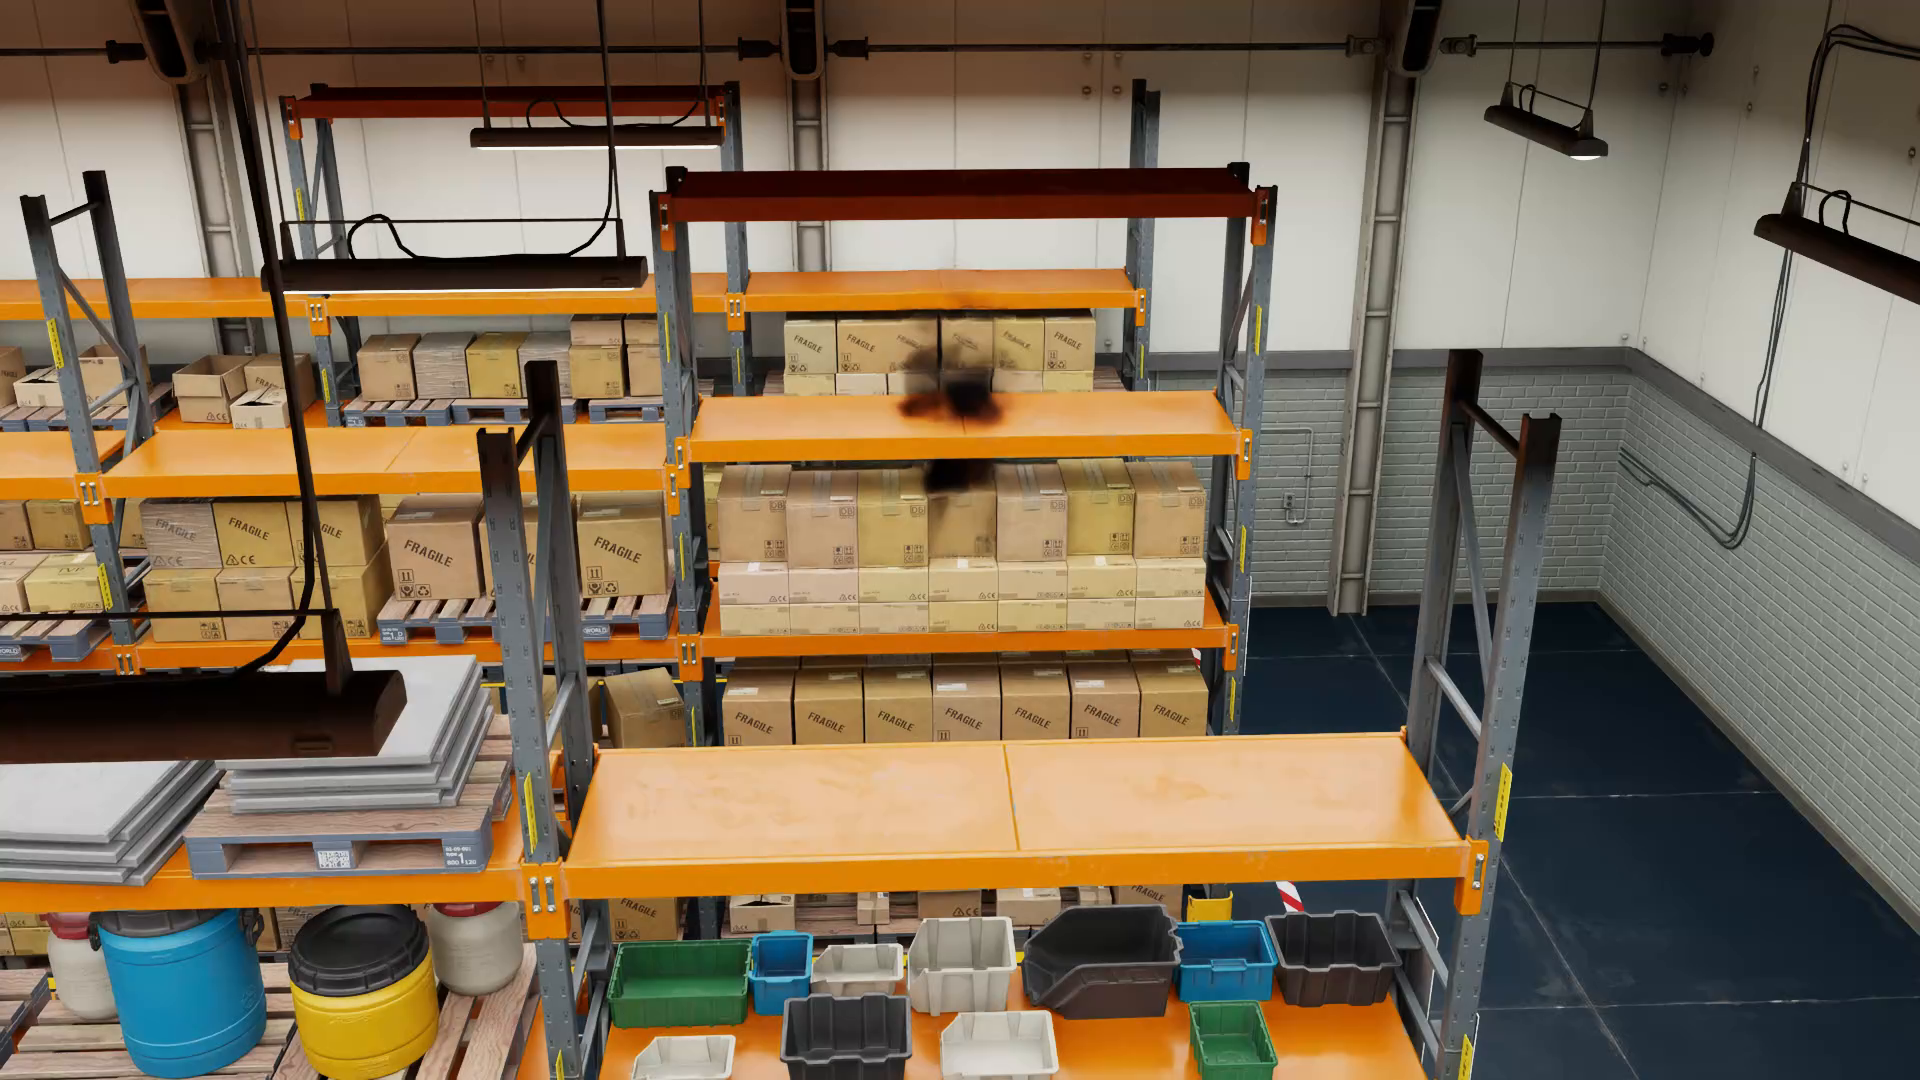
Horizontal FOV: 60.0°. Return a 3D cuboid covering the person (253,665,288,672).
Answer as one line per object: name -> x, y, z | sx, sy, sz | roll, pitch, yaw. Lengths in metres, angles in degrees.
person -> -6.181, 1.557, 15.145 | 0.589, 1.656, 0.575 | -7, 23, -16
